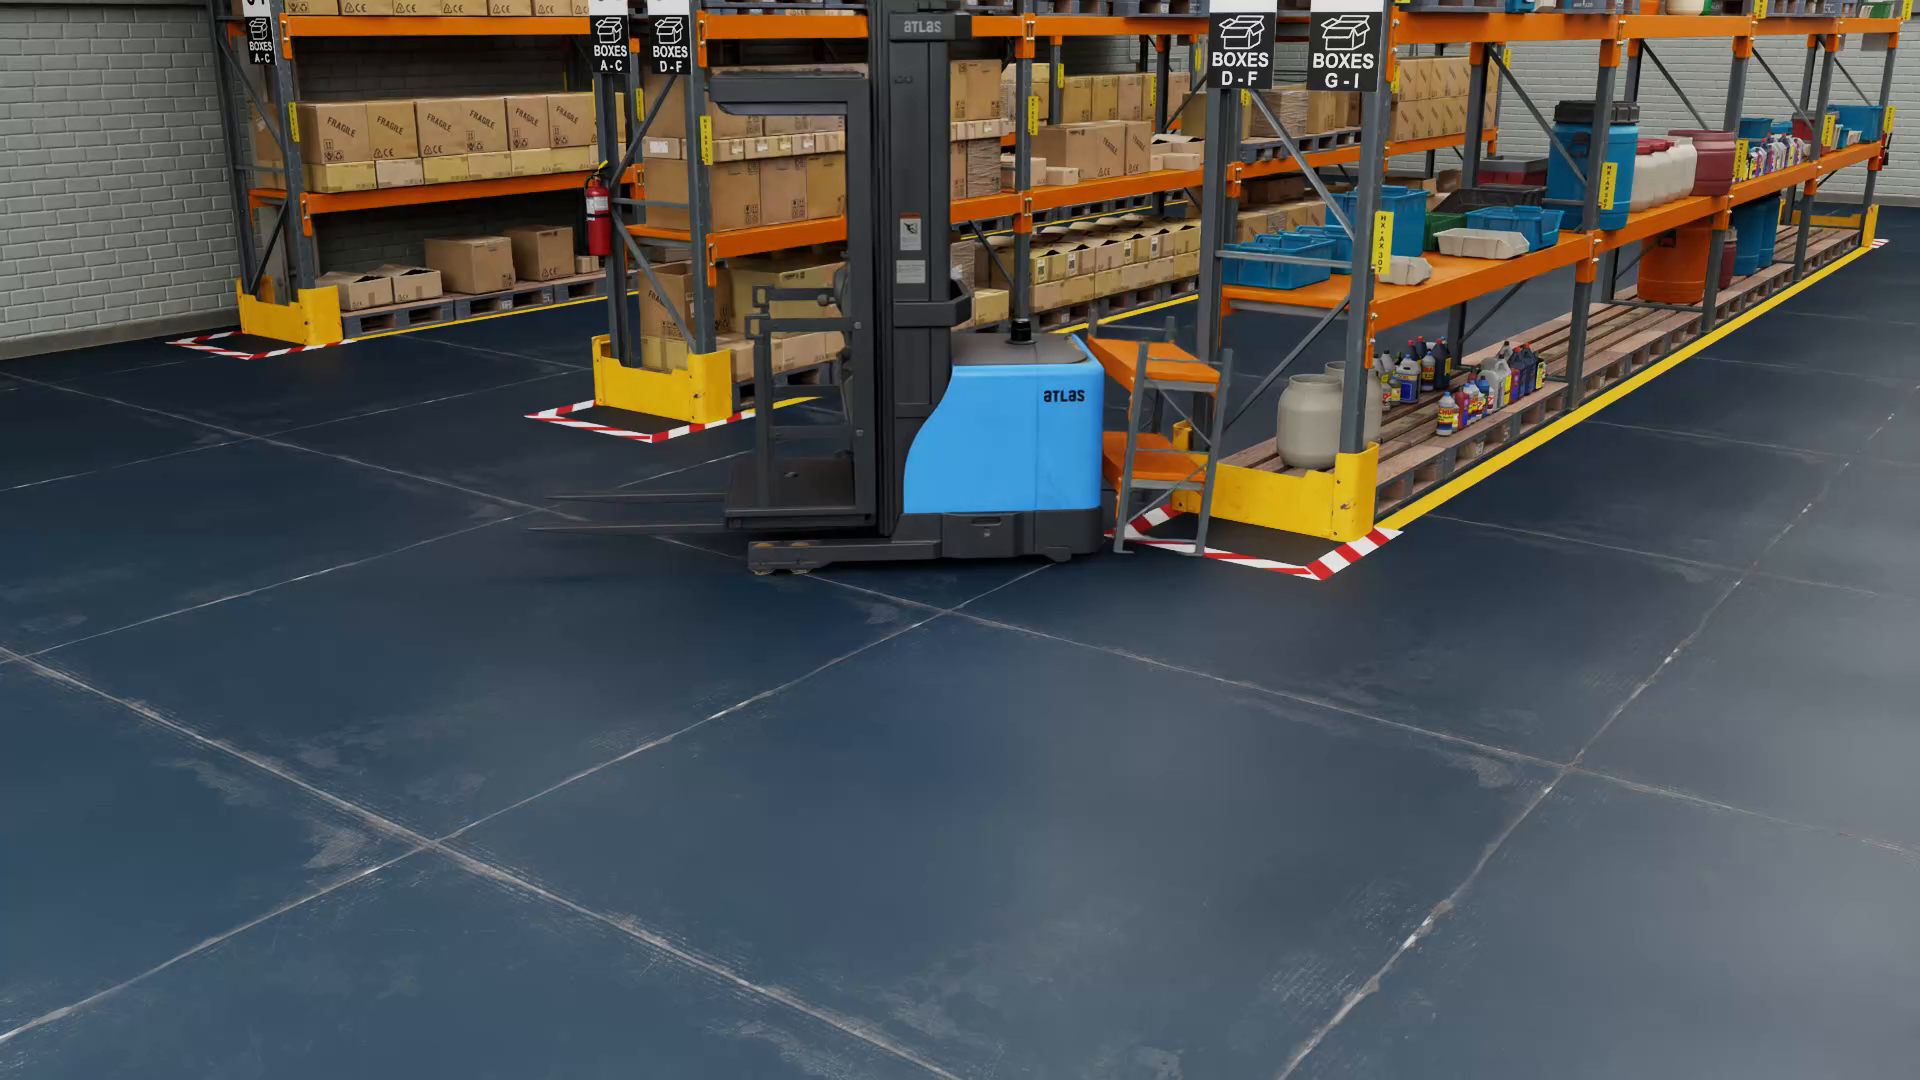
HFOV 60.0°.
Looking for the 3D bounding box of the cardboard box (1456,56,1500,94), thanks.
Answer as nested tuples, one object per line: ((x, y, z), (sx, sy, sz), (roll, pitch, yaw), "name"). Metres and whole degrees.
((7.297, -6.588, 23.545), (0.500, 0.500, 0.500), (12, 21, 34), "cardboard box")

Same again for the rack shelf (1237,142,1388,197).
((3.767, -4.445, 19.711), (1.077, 0.370, 4.000), (12, 21, 35), "rack shelf")

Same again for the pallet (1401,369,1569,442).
((3.734, -0.999, 12.103), (1.003, 0.211, 1.213), (12, 21, 35), "pallet")

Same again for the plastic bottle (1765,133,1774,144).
((8.423, -4.069, 17.373), (0.144, 0.351, 0.185), (12, 21, 35), "plastic bottle")

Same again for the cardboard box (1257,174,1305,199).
((3.879, -4.329, 20.333), (0.500, 0.250, 0.500), (12, 21, 35), "cardboard box")

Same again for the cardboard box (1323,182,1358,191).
((5.070, -4.467, 22.042), (0.500, 0.500, 0.500), (12, 21, 35), "cardboard box")

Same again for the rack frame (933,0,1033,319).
((0.192, -3.359, 15.003), (1.000, 3.000, 0.127), (12, 21, 35), "rack frame")

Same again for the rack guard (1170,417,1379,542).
((1.792, -0.363, 9.569), (1.175, 0.500, 0.348), (12, 21, 35), "rack guard")

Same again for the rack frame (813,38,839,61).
((-1.406, -5.186, 20.886), (1.000, 3.000, 0.127), (12, 21, 35), "rack frame")

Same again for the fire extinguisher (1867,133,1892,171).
((11.772, -5.082, 21.309), (0.296, 0.674, 0.183), (12, 21, 35), "fire extinguisher")

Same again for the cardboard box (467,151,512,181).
((-4.717, -3.645, 16.144), (0.500, 0.250, 0.500), (13, 21, 35), "cardboard box")

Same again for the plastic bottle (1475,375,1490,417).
((3.499, -0.968, 11.161), (0.097, 0.271, 0.097), (0, 17, 0), "plastic bottle")

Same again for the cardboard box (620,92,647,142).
((-3.458, -4.607, 18.109), (0.700, 0.500, 0.500), (12, 21, 35), "cardboard box")

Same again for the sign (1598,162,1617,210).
((4.603, -2.515, 11.819), (0.100, 0.325, 0.005), (12, 21, 35), "sign")

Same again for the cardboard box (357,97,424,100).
((-5.450, -3.969, 15.921), (0.500, 0.500, 0.500), (12, 21, 33), "cardboard box")

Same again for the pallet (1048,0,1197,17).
((1.578, -5.210, 16.223), (1.003, 0.211, 1.213), (14, 22, 37), "pallet")

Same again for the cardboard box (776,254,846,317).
((-1.110, -1.981, 13.229), (0.500, 0.500, 0.500), (12, 21, 35), "cardboard box")

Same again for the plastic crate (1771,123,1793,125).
((10.121, -4.975, 20.389), (0.416, 0.233, 0.300), (12, 21, 35), "plastic crate")

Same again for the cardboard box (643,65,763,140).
((-1.872, -3.195, 12.119), (0.700, 0.500, 0.500), (13, 21, 35), "cardboard box")

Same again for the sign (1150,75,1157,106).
((2.134, -4.920, 18.212), (0.100, 0.325, 0.005), (12, 21, 35), "sign")

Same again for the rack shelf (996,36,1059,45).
((-0.214, -6.751, 22.082), (1.077, 0.370, 4.000), (12, 21, 35), "rack shelf")

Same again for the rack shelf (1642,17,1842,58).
((7.742, -5.001, 16.445), (1.077, 0.370, 4.000), (12, 21, 35), "rack shelf")

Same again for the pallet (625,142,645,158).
((-3.217, -4.298, 18.350), (1.003, 0.211, 1.213), (12, 21, 35), "pallet")

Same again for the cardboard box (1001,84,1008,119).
((0.303, -5.942, 22.618), (0.500, 0.500, 0.500), (12, 21, 35), "cardboard box")

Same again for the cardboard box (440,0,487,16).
((-4.815, -5.183, 15.617), (0.500, 0.500, 0.500), (14, 22, 38), "cardboard box")

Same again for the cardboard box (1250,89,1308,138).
((3.558, -4.914, 19.133), (0.500, 0.500, 0.700), (-15, 23, -40), "cardboard box")

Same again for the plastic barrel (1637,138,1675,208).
((5.609, -3.015, 13.665), (0.433, 0.535, 0.433), (0, 17, 0), "plastic barrel")

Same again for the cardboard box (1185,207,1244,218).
((2.944, -3.592, 19.227), (0.500, 0.500, 0.500), (13, 22, 37), "cardboard box")

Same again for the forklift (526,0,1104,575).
((-0.786, -1.381, 8.748), (3.031, 2.935, 1.130), (-1, 17, -4), "forklift")

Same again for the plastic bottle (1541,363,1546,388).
((4.202, -1.215, 12.075), (0.097, 0.201, 0.097), (0, 17, 0), "plastic bottle")

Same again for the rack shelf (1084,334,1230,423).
((1.056, -0.892, 9.148), (0.538, 0.278, 1.000), (2, 17, -11), "rack shelf")

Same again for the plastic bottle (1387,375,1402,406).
((3.000, -1.036, 11.499), (0.097, 0.201, 0.097), (0, 17, 0), "plastic bottle")

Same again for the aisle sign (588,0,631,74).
((-2.467, -3.684, 11.666), (0.394, 0.787, 0.004), (12, 21, 35), "aisle sign")

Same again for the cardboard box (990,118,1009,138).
((0.202, -3.614, 14.561), (0.380, 0.149, 0.250), (12, 21, 35), "cardboard box")

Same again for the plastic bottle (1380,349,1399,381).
((2.988, -1.163, 11.655), (0.144, 0.351, 0.185), (12, 21, 34), "plastic bottle")

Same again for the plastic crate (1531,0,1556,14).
((3.536, -3.336, 10.314), (0.243, 0.136, 0.396), (12, 21, 35), "plastic crate")

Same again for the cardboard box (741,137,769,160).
((-1.630, -2.883, 12.206), (0.380, 0.149, 0.250), (12, 21, 33), "cardboard box")

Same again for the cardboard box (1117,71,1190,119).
((3.065, -7.112, 26.581), (0.980, 0.700, 0.700), (14, 22, 37), "cardboard box")

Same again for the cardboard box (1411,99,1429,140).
((5.783, -5.508, 21.754), (0.500, 0.500, 0.500), (13, 21, 36), "cardboard box")

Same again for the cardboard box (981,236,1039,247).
((0.508, -2.786, 16.141), (0.500, 0.311, 0.500), (13, 22, 36), "cardboard box")

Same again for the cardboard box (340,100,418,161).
((-5.344, -3.753, 15.227), (0.500, 0.500, 0.500), (12, 21, 35), "cardboard box")

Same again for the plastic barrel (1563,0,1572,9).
((4.296, -4.314, 12.175), (0.600, 0.901, 0.708), (12, 21, 35), "plastic barrel")

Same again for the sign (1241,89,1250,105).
((3.023, -4.767, 17.585), (0.100, 0.325, 0.005), (12, 21, 35), "sign")

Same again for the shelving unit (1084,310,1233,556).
((1.028, -0.613, 9.230), (0.538, 1.125, 1.048), (2, 17, -11), "shelving unit")

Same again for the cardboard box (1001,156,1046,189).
((0.450, -3.412, 15.427), (0.500, 0.250, 0.500), (14, 22, 38), "cardboard box")

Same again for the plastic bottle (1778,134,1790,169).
((8.539, -4.044, 17.291), (0.144, 0.351, 0.185), (12, 21, 35), "plastic bottle")

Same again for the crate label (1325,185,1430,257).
((2.664, -2.033, 10.674), (0.502, 0.435, 0.616), (12, 21, 35), "crate label")

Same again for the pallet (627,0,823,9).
((-1.750, -3.960, 12.030), (1.003, 0.211, 1.213), (12, 21, 35), "pallet")

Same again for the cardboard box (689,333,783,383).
((-1.694, -1.382, 12.565), (0.500, 0.250, 0.500), (12, 21, 35), "cardboard box")

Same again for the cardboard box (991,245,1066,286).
((0.638, -2.569, 15.440), (0.500, 0.311, 0.500), (13, 21, 35), "cardboard box")

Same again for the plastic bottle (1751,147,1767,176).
((7.895, -3.753, 16.479), (0.152, 0.276, 0.135), (12, 21, 35), "plastic bottle")

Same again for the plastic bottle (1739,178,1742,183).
((7.344, -3.532, 15.770), (0.152, 0.276, 0.135), (12, 21, 35), "plastic bottle")

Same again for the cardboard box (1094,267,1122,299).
((1.243, -2.544, 16.307), (0.500, 0.250, 0.500), (12, 21, 33), "cardboard box")

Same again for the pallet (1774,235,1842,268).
((10.068, -3.530, 20.256), (1.003, 0.211, 1.213), (12, 21, 35), "pallet")

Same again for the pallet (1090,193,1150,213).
((2.220, -5.266, 25.846), (1.003, 0.211, 1.213), (12, 21, 35), "pallet")
